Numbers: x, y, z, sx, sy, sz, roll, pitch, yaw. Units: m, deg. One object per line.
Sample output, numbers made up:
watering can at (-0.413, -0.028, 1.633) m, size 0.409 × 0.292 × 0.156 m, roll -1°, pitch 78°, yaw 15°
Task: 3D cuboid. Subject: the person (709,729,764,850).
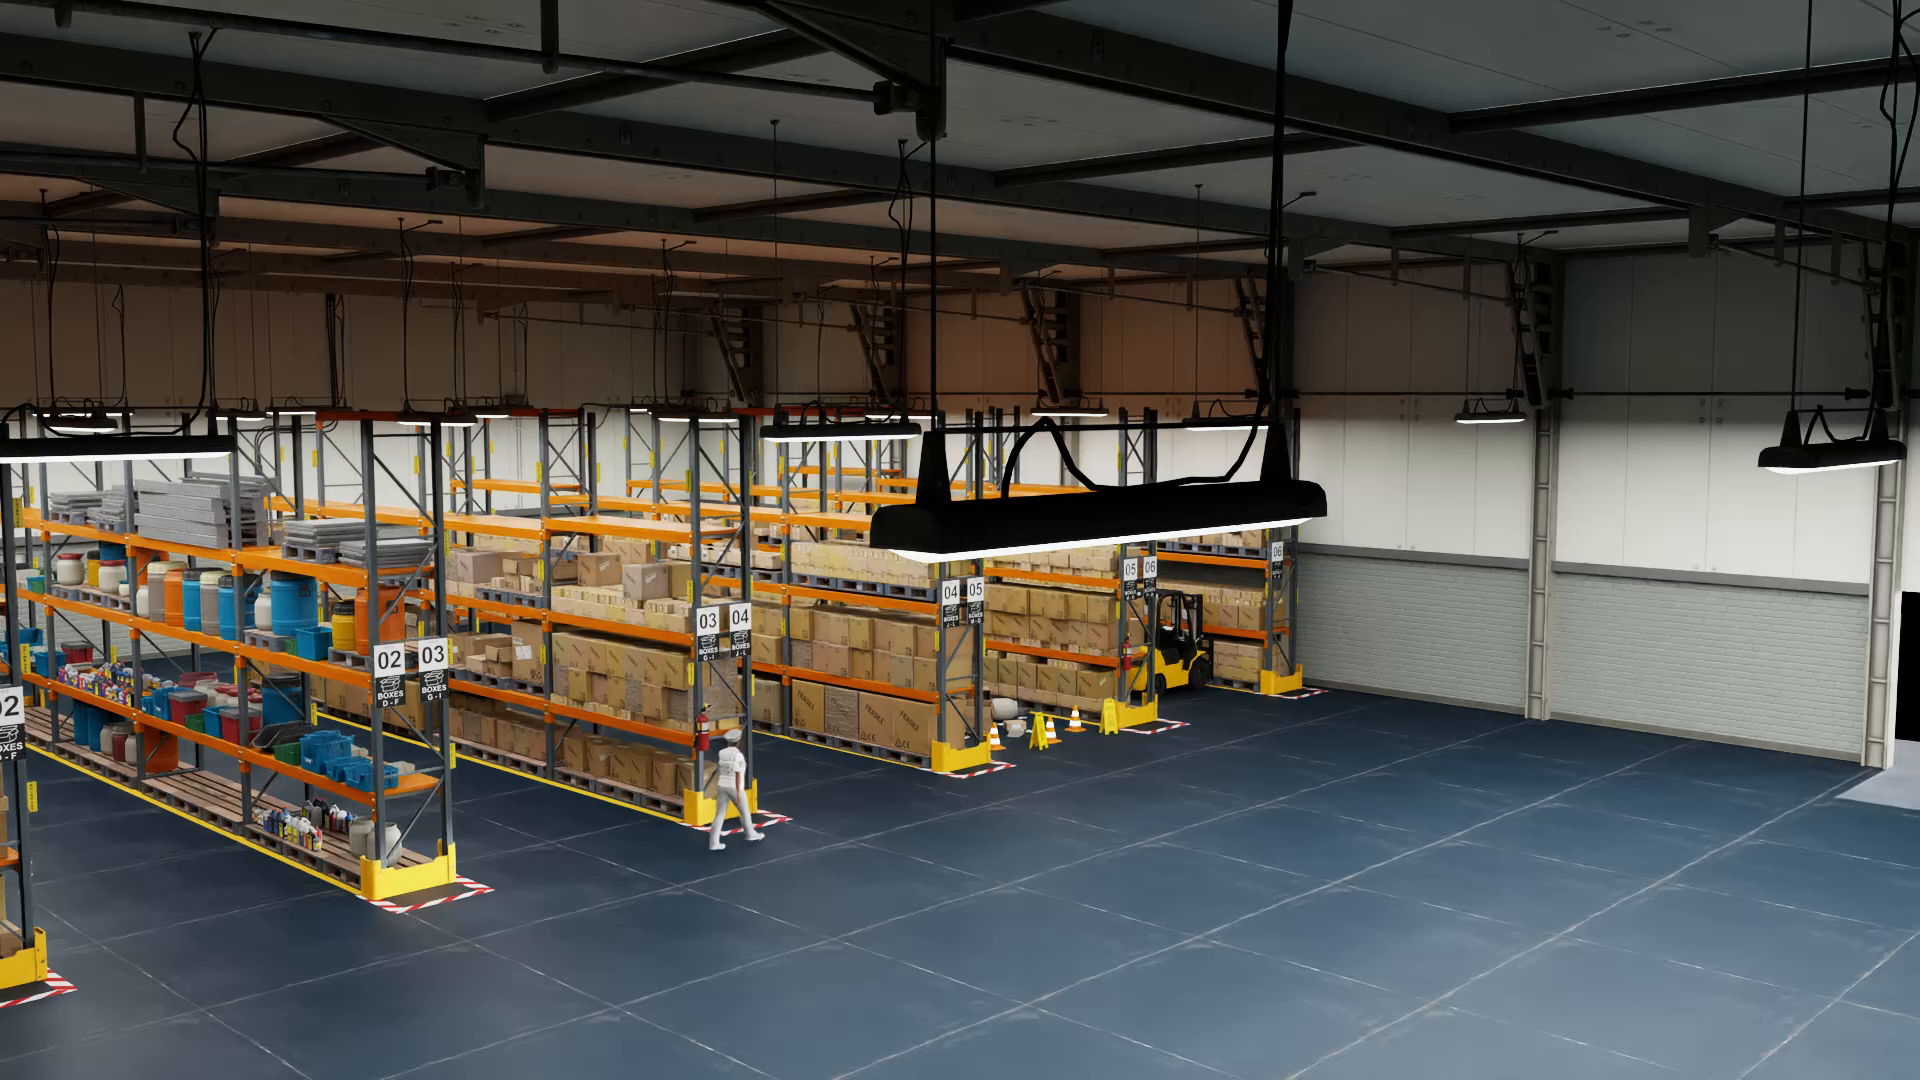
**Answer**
person at (-3.159, 3.441, 23.176) m, size 0.486 × 1.616 × 0.995 m, roll 3°, pitch 6°, yaw 30°
